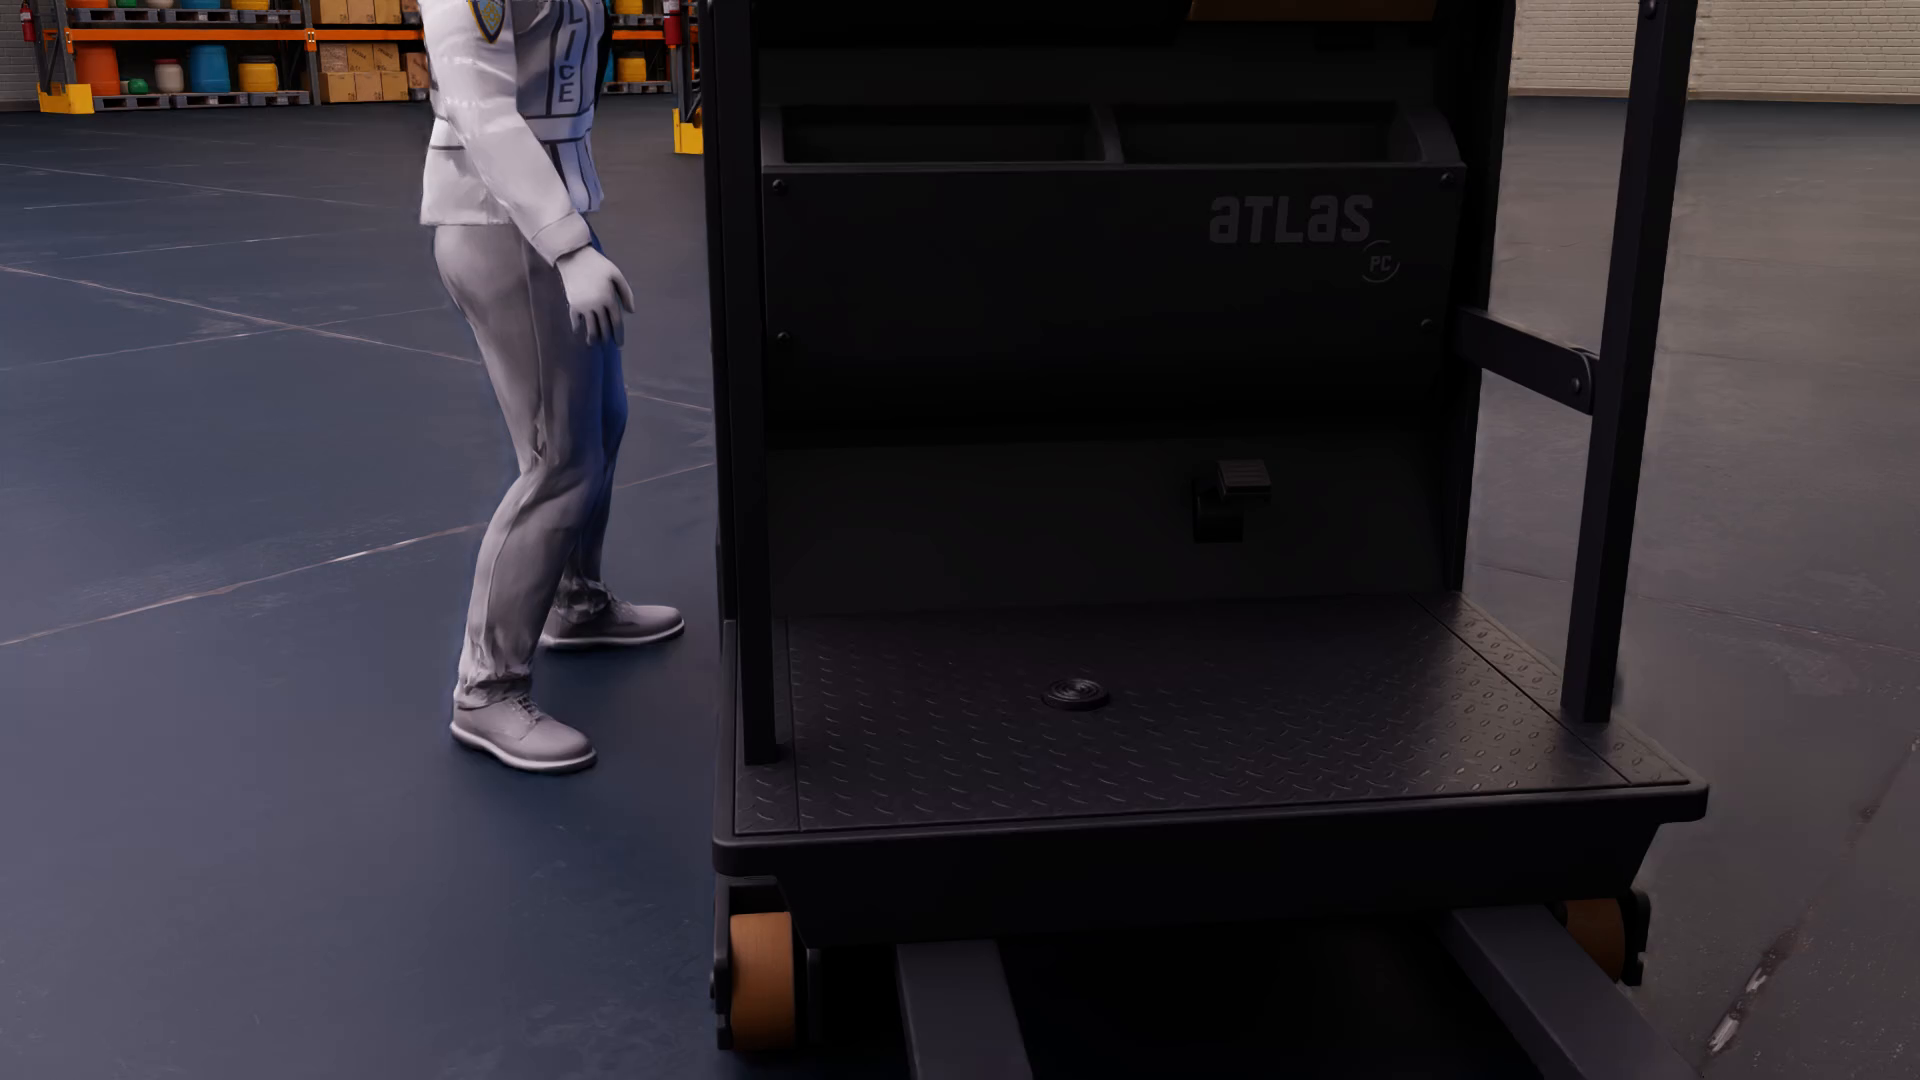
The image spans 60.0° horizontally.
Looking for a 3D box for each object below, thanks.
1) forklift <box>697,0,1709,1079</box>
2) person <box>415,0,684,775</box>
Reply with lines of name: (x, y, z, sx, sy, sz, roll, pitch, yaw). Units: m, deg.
forklift: (0.230, -0.906, 1.880, 1.130, 2.935, 3.031, -2, 17, -7)
person: (-0.692, -0.490, 2.755, 0.393, 1.638, 0.777, -3, 17, -9)
